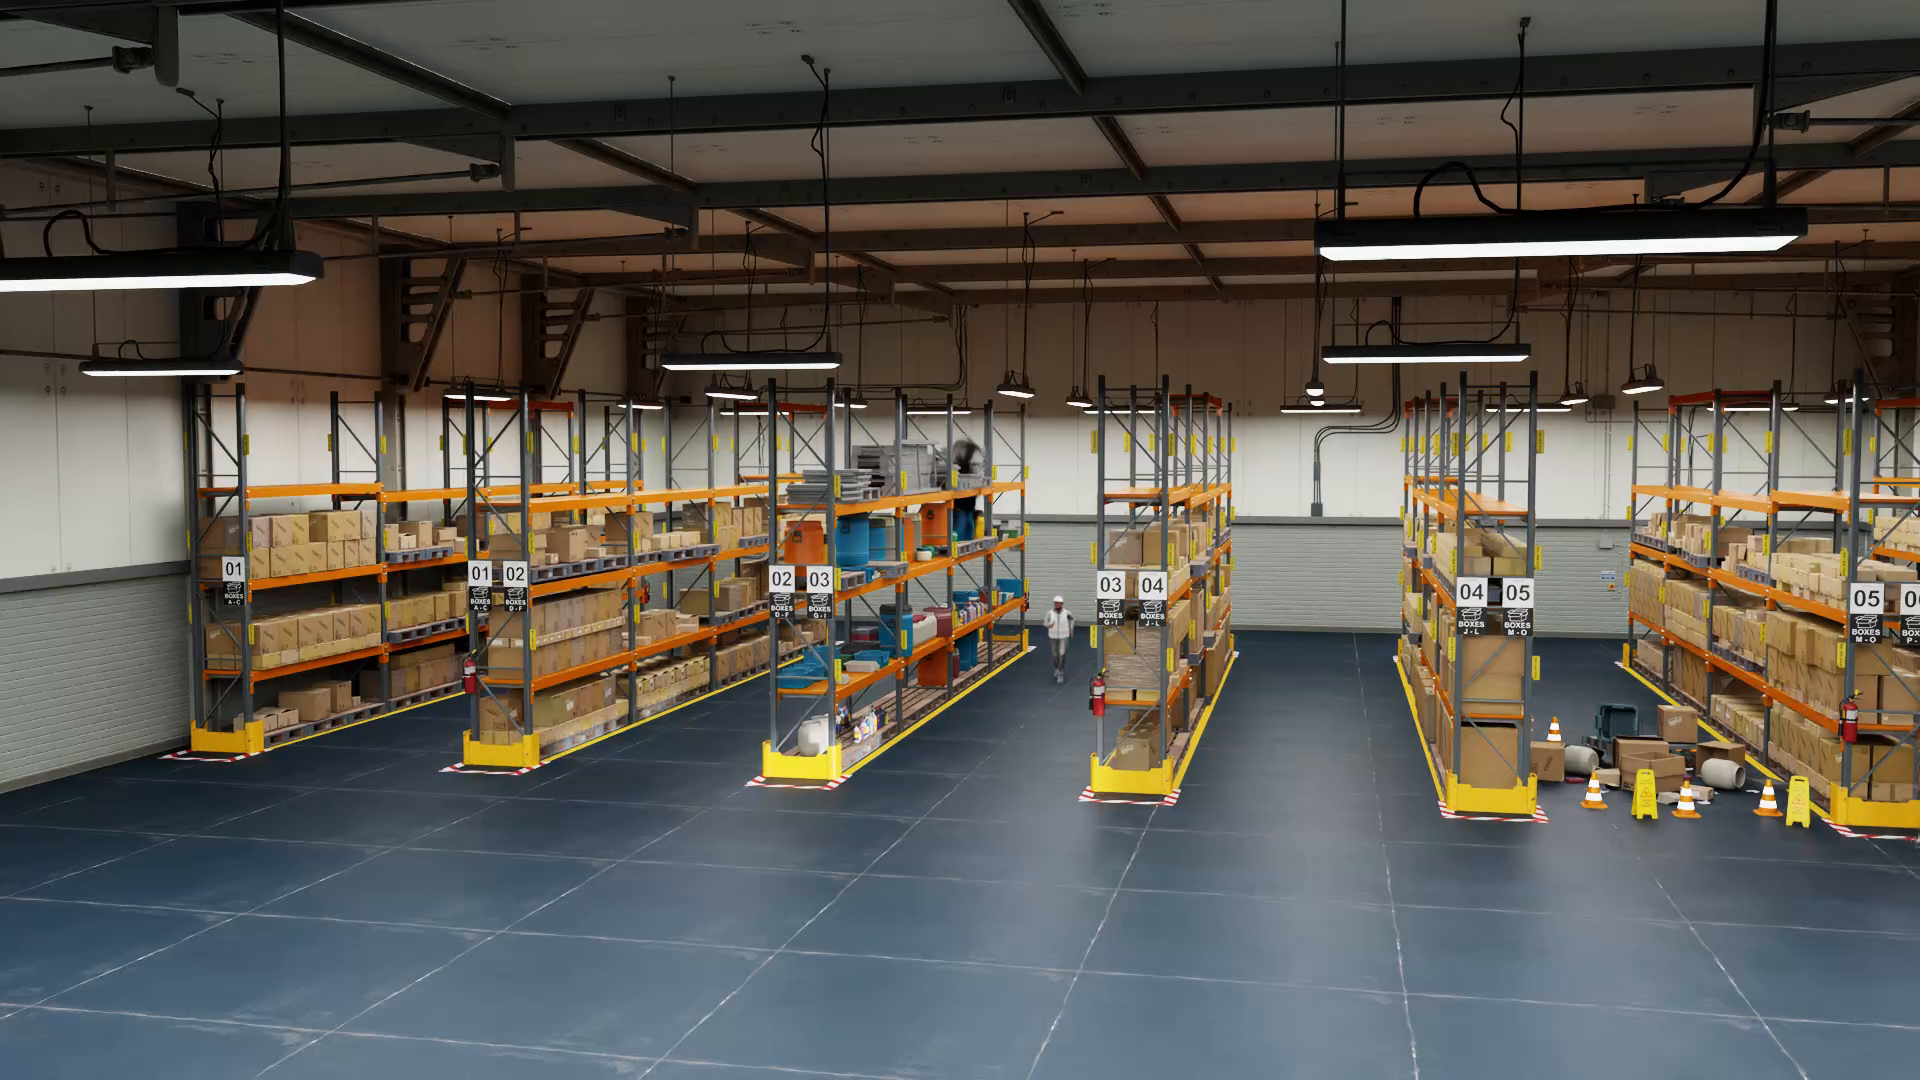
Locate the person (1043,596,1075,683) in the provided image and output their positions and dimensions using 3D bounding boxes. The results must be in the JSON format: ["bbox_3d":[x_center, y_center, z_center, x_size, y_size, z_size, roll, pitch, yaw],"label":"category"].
[{"bbox_3d":[2.094,2.091,35.286,0.639,1.827,0.864,1,3,11],"label":"person"}]

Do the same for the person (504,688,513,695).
[{"bbox_3d":[-8.903,2.304,32.934,0.527,1.671,0.792,-1,3,-9],"label":"person"}]
